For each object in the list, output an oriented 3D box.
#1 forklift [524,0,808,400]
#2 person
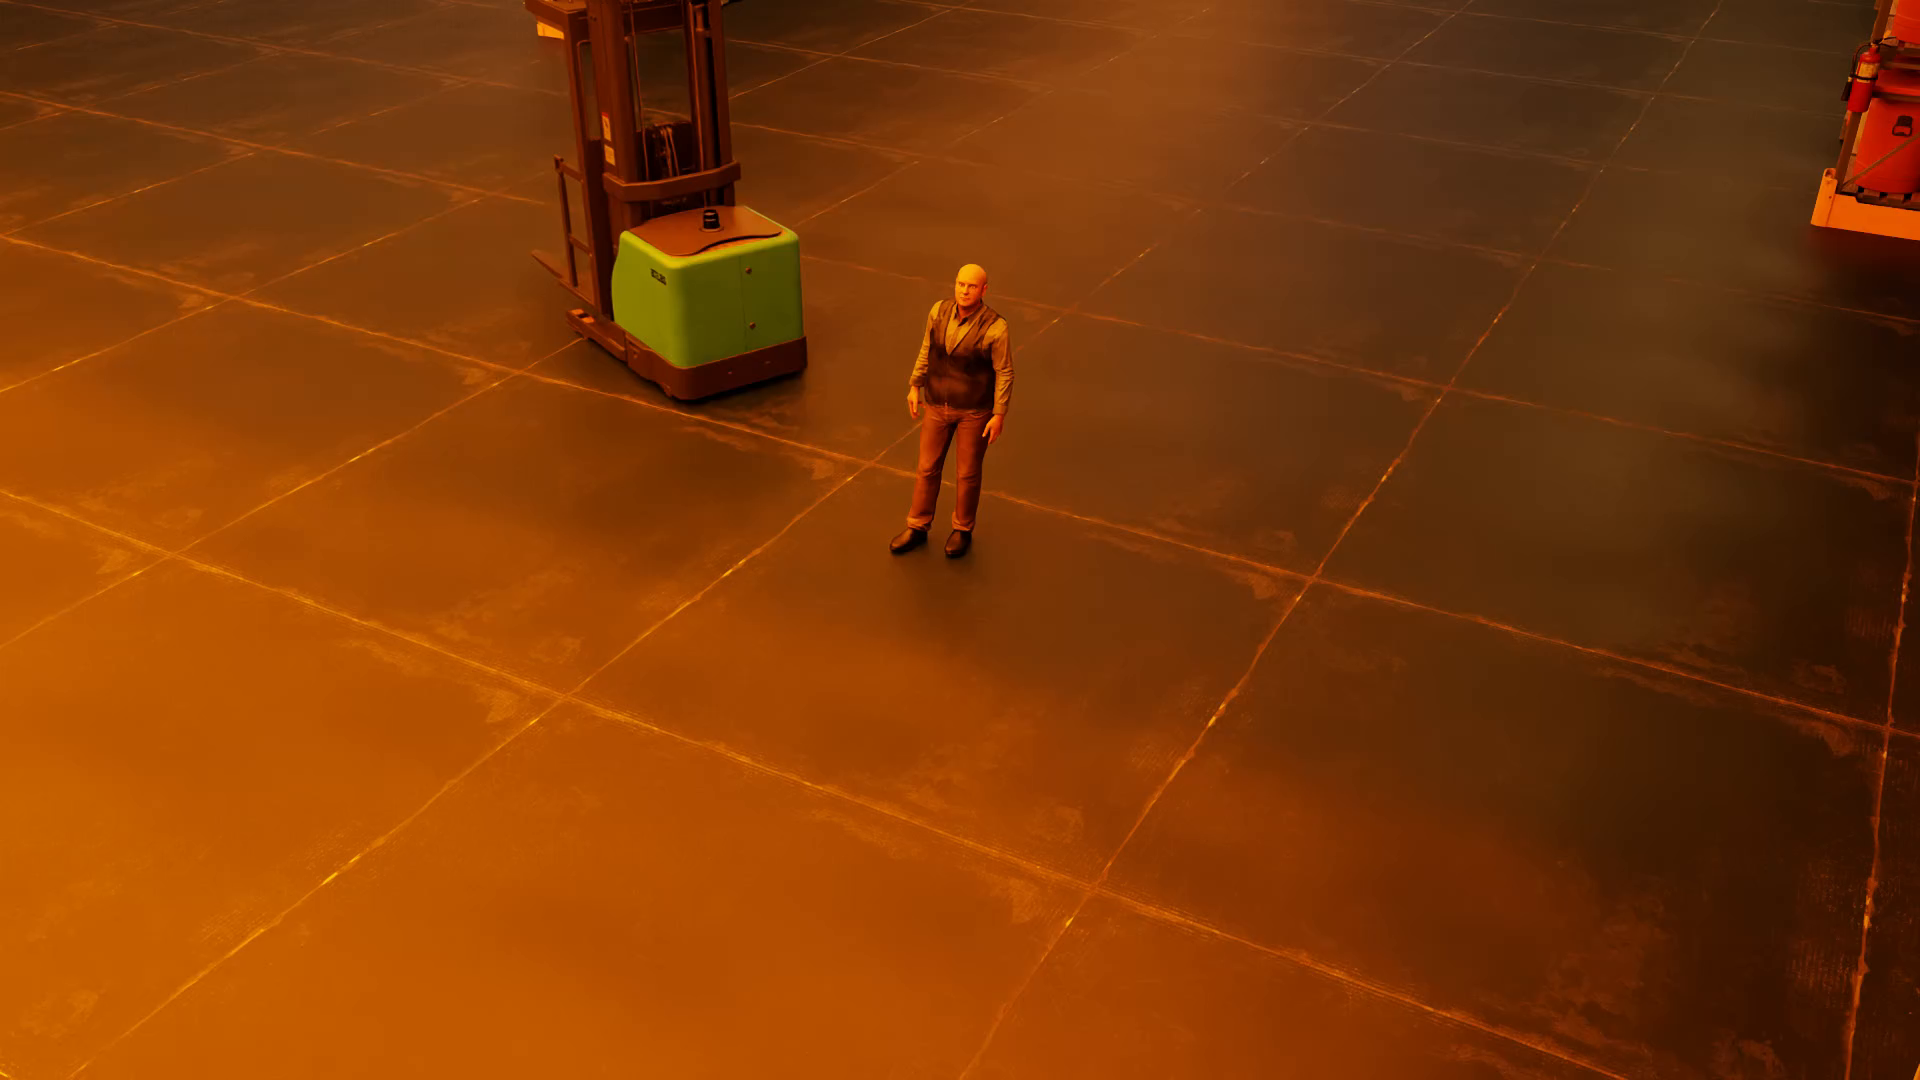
[{"bbox_3d":[-2.371,-2.925,12.138,1.130,2.935,3.031,-20,35,-30],"label":"forklift"},{"bbox_3d":[-0.037,-0.727,9.525,0.632,1.720,0.568,15,33,25],"label":"person"}]
